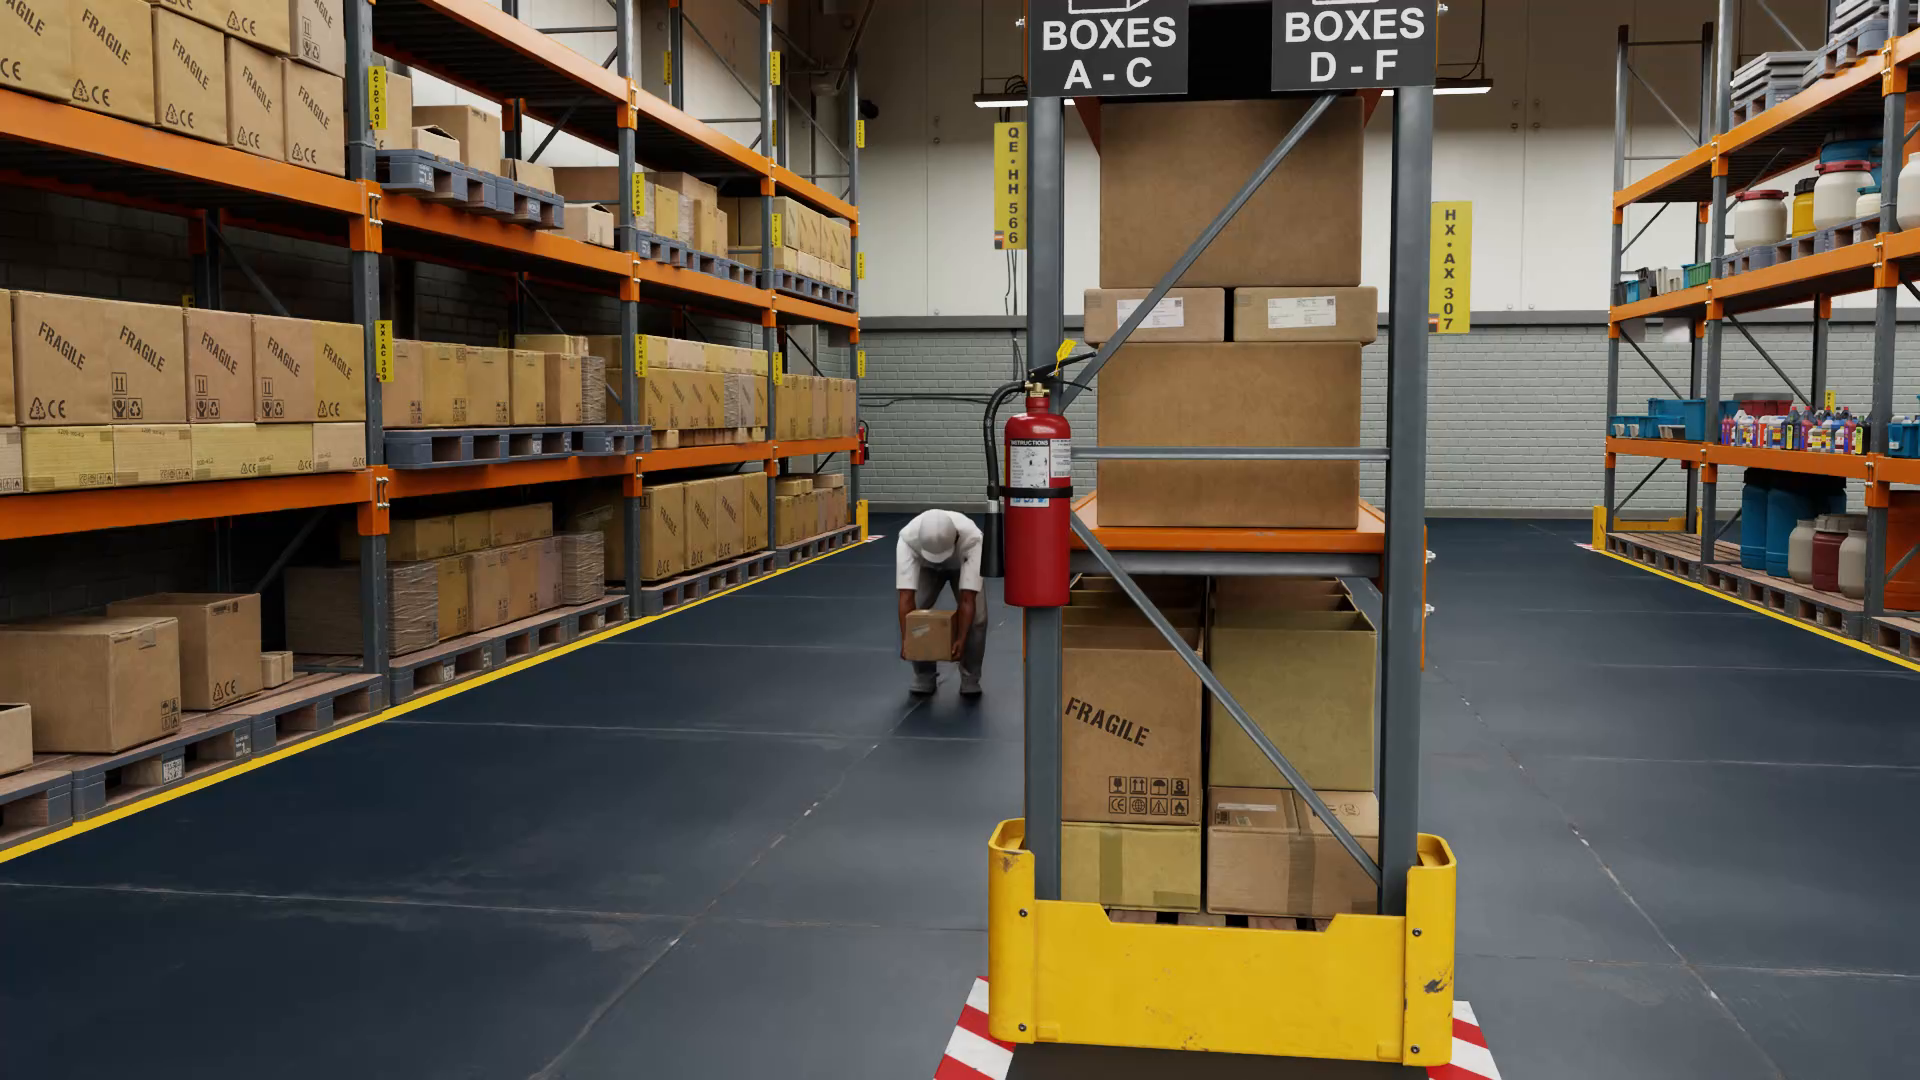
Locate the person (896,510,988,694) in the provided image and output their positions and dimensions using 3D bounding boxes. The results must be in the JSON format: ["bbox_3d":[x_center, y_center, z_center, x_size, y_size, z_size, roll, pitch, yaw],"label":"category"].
[{"bbox_3d":[-0.088,0.351,9.377,0.509,1.083,0.966,0,4,6],"label":"person"}]
